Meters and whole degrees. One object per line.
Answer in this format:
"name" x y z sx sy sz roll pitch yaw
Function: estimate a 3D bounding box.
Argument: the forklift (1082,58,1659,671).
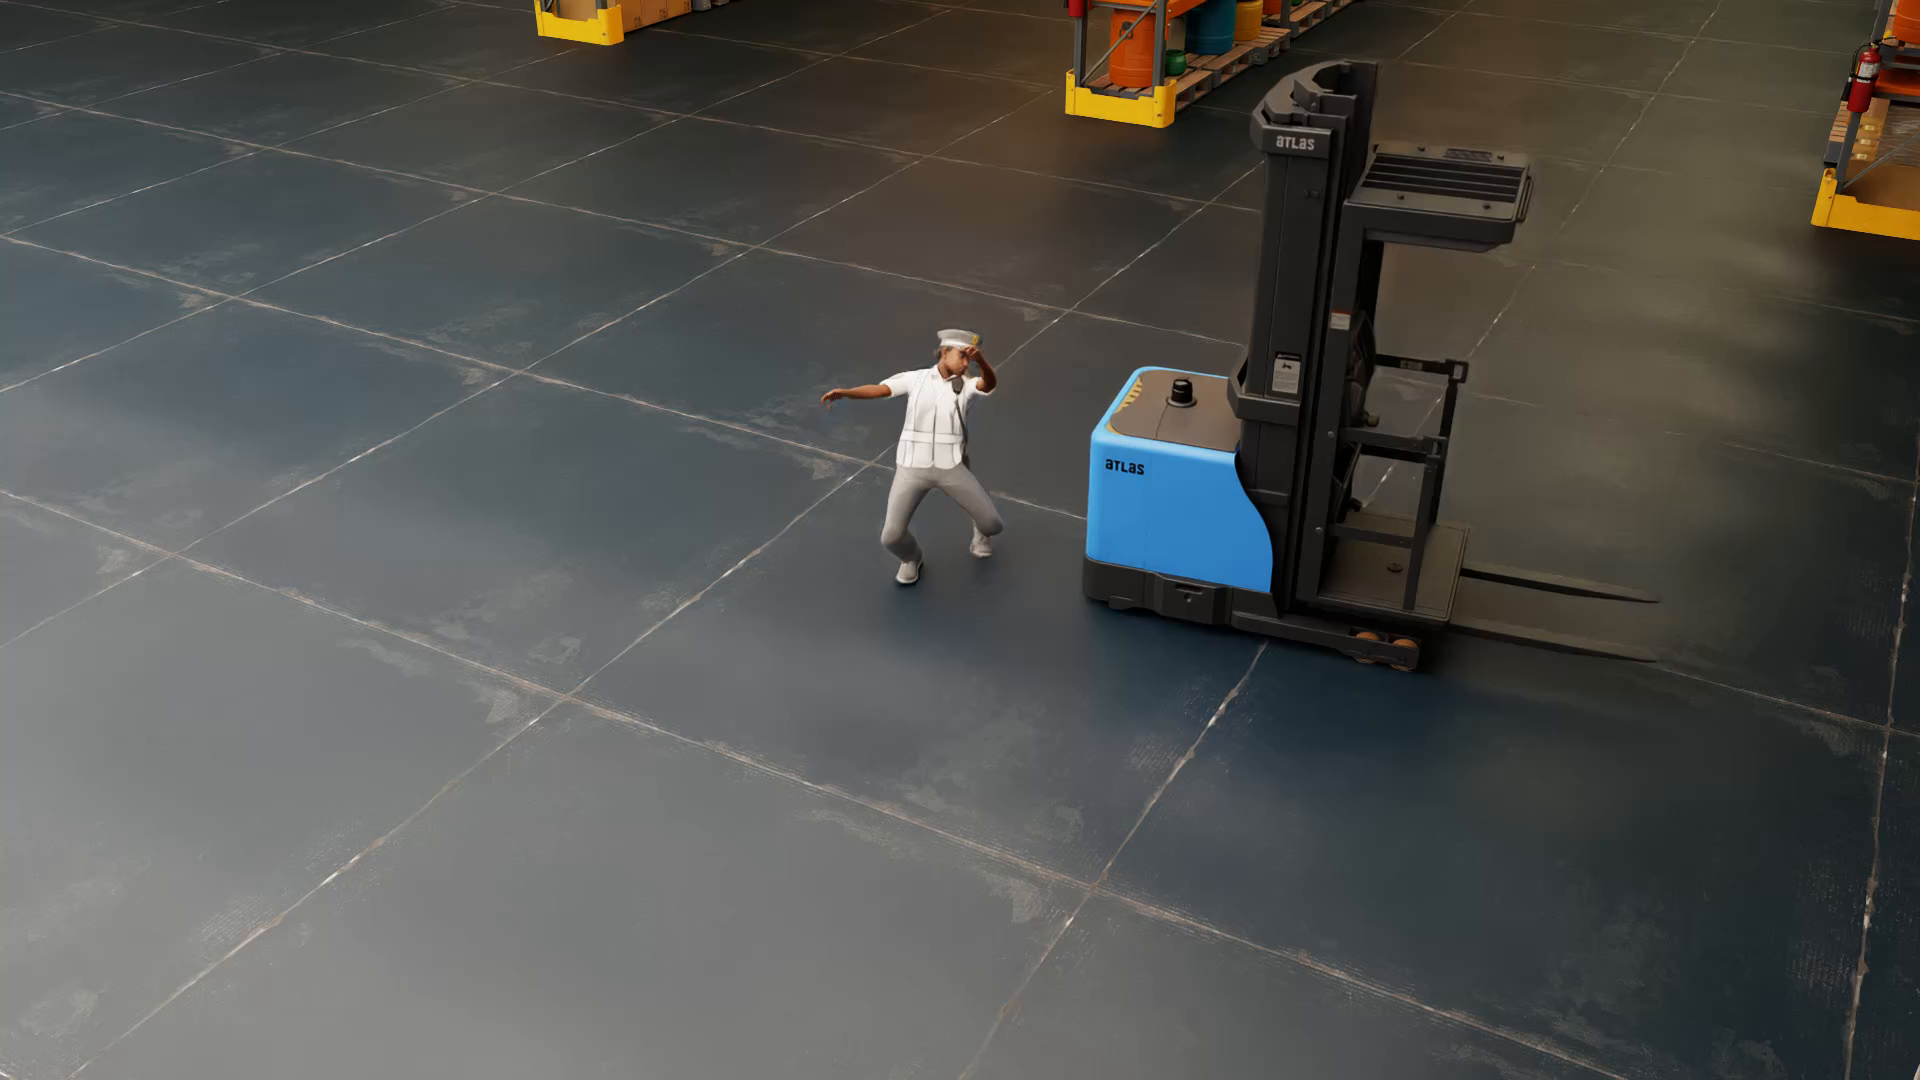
"forklift" 2.259 -0.877 8.590 3.031 2.935 1.130 11 32 18

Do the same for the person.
"person" -0.271 -0.482 9.281 1.002 1.540 0.710 -4 30 -6
